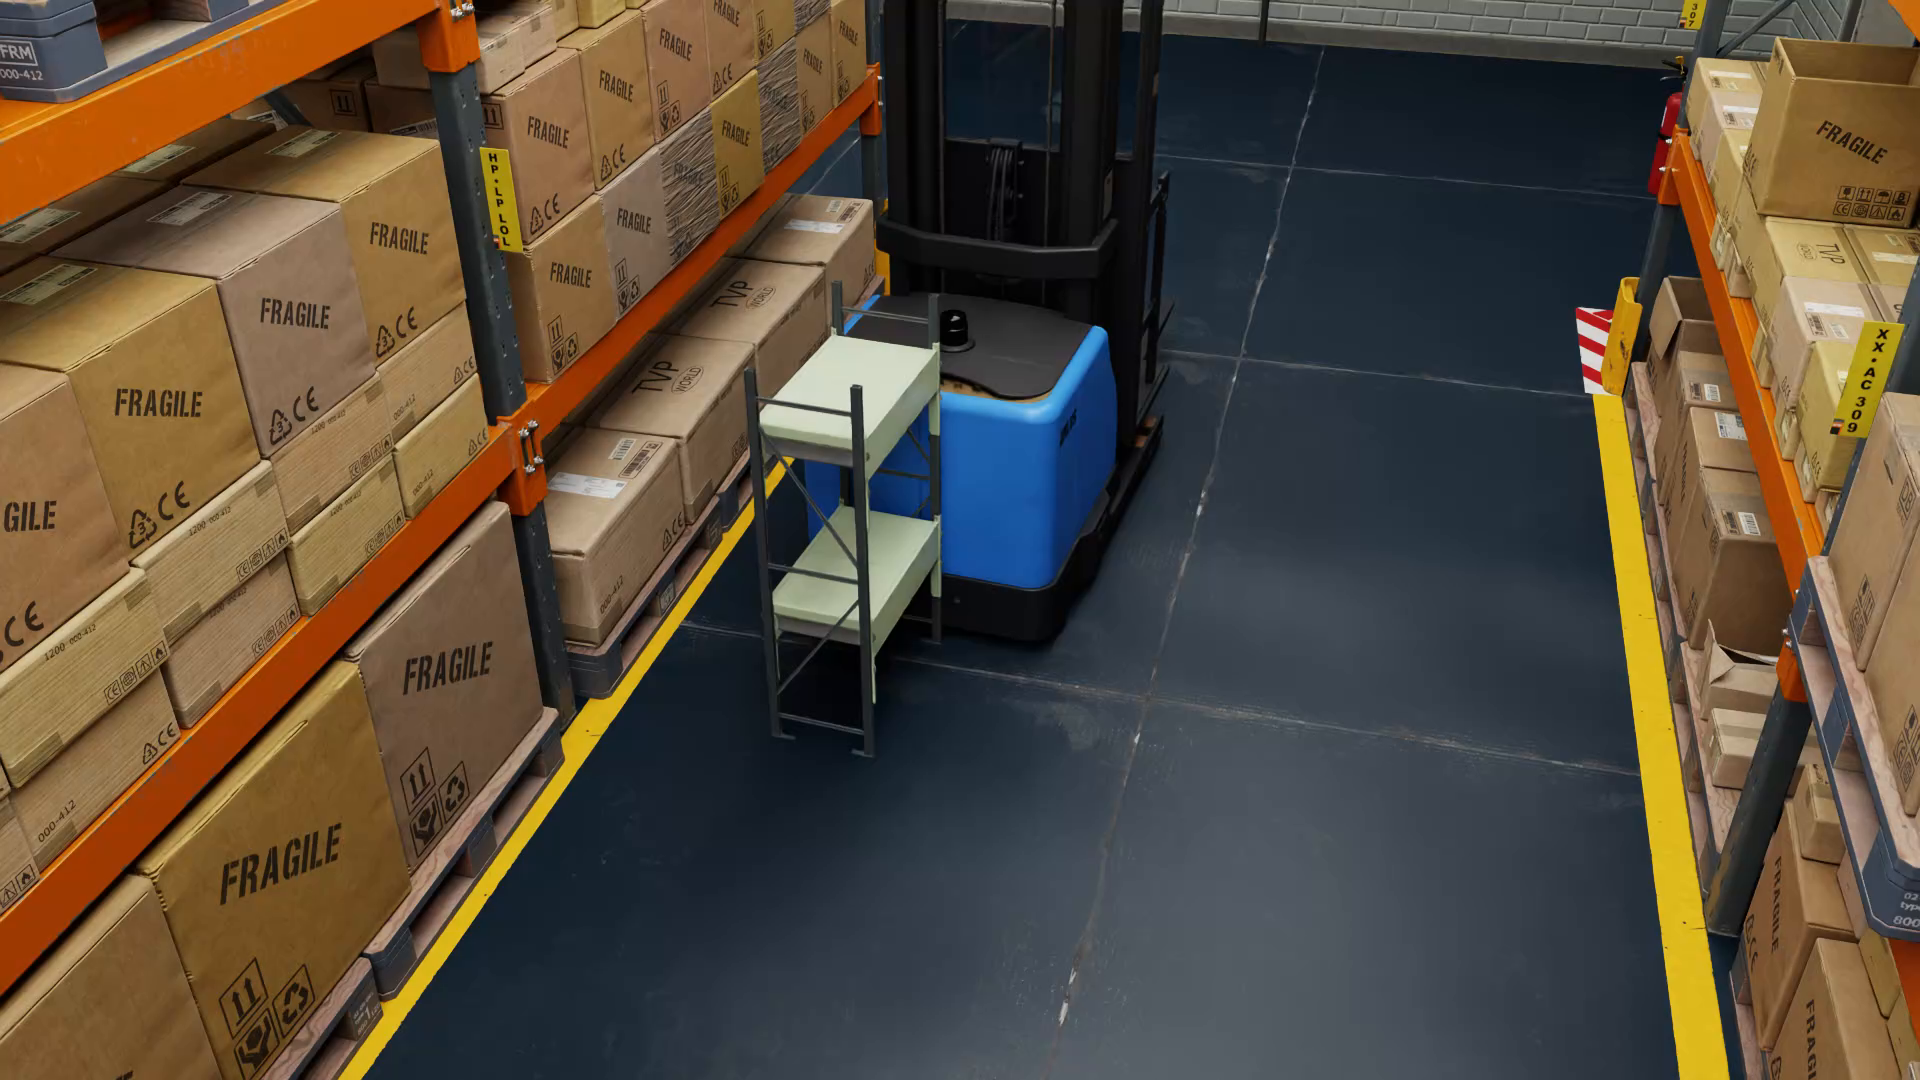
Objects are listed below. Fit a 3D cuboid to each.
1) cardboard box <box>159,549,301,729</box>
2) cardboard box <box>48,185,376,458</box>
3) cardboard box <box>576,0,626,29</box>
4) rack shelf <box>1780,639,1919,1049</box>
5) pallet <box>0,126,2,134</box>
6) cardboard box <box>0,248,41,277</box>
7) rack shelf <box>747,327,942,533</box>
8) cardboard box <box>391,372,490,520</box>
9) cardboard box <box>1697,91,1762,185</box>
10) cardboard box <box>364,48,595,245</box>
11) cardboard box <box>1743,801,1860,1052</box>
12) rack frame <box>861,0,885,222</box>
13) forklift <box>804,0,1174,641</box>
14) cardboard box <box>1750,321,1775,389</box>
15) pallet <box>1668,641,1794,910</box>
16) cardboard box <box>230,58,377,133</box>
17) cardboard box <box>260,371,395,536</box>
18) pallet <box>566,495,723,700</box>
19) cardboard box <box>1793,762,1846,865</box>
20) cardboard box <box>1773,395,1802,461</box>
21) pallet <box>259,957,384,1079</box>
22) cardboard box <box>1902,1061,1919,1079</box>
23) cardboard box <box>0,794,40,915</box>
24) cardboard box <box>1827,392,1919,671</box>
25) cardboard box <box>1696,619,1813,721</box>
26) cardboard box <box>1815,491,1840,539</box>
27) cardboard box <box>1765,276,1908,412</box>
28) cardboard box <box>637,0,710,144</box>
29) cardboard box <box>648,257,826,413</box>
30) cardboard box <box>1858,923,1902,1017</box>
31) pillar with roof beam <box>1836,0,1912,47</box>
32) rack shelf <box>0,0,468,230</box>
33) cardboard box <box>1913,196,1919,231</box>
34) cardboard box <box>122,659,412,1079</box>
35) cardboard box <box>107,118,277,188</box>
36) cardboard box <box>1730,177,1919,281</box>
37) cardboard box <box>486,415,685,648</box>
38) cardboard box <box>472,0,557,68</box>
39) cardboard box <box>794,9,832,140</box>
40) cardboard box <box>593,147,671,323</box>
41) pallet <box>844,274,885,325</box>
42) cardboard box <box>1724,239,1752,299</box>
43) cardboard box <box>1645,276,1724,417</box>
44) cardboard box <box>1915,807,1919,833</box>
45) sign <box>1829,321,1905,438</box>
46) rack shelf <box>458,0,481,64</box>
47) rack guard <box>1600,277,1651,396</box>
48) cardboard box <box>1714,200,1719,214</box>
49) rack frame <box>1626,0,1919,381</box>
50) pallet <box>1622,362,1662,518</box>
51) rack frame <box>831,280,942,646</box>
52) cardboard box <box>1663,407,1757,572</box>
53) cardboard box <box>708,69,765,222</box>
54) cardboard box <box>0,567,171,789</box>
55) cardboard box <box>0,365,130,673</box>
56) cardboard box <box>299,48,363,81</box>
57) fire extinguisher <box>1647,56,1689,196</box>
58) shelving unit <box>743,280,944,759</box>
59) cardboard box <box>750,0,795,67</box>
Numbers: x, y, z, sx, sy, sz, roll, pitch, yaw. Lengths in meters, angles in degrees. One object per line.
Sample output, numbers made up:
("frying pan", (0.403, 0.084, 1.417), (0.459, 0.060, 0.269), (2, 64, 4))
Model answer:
("cardboard box", (-2.078, 0.203, 4.275), (0.500, 0.250, 0.500), (7, 33, 11))
("cardboard box", (-1.926, -0.579, 4.340), (0.500, 0.500, 0.500), (9, 33, 13))
("cardboard box", (-1.404, -1.911, 5.831), (0.380, 0.149, 0.250), (8, 33, 12))
("rack shelf", (2.364, 1.365, 2.978), (1.077, 0.370, 4.000), (8, 33, 12))
("pallet", (-2.553, -0.683, 2.909), (1.003, 0.211, 1.213), (10, 34, 15))
("cardboard box", (-2.553, -0.398, 4.055), (0.500, 0.500, 0.500), (7, 33, 11))
("rack shelf", (-0.381, -0.396, 5.747), (0.431, 0.370, 0.720), (10, 34, 16))
("cardboard box", (-1.801, -0.320, 5.098), (0.500, 0.250, 0.500), (7, 33, 11))
("cardboard box", (3.383, -1.654, 6.919), (0.500, 0.250, 0.500), (8, 33, 13))
("cardboard box", (-1.576, -1.329, 5.520), (0.500, 0.500, 0.500), (8, 33, 13))
("cardboard box", (2.531, 1.121, 4.629), (0.500, 0.500, 0.500), (9, 34, 14))
("rack frame", (-0.916, -2.726, 8.743), (1.000, 3.000, 0.127), (8, 33, 12))
("forklift", (0.332, -1.624, 7.072), (1.130, 2.935, 3.031), (10, 34, 16))
("cardboard box", (2.926, -0.616, 5.657), (0.380, 0.149, 0.250), (8, 33, 12))
("pallet", (3.046, 0.844, 5.726), (1.003, 0.211, 1.213), (8, 33, 12))
("cardboard box", (-2.078, -1.397, 5.627), (0.500, 0.500, 0.500), (8, 33, 12))
("cardboard box", (-1.927, -0.276, 4.562), (0.500, 0.250, 0.500), (9, 33, 14))
("pallet", (-1.662, 0.142, 6.830), (1.003, 0.211, 1.213), (8, 33, 12))
("cardboard box", (2.523, 0.777, 4.566), (0.380, 0.149, 0.250), (10, 34, 15))
("cardboard box", (2.795, -0.347, 5.234), (0.380, 0.149, 0.250), (9, 34, 14))
("pallet", (-2.361, 1.572, 4.581), (1.003, 0.211, 1.213), (8, 33, 12))
("cardboard box", (2.317, 1.335, 3.689), (0.380, 0.149, 0.250), (8, 33, 12))
("cardboard box", (-2.327, 0.728, 3.448), (0.500, 0.250, 0.500), (9, 34, 14))
("cardboard box", (2.532, 0.024, 3.931), (0.700, 0.500, 0.500), (9, 34, 14))
("cardboard box", (2.819, 0.485, 5.848), (0.396, 0.266, 0.258), (9, 34, 14))
("cardboard box", (2.708, -0.071, 4.800), (0.380, 0.149, 0.250), (8, 33, 13))
("cardboard box", (2.877, -0.599, 5.258), (0.500, 0.250, 0.500), (8, 33, 13))
("cardboard box", (-1.301, -1.855, 6.346), (0.500, 0.500, 0.500), (9, 33, 13))
("cardboard box", (-1.211, -0.990, 8.009), (0.875, 0.438, 0.875), (9, 34, 14))
("cardboard box", (2.473, 1.066, 4.111), (0.380, 0.149, 0.250), (6, 33, 10))
("pillar with roof beam", (1.278, -6.447, 9.003), (9.100, 9.000, 0.400), (8, 33, 12))
("rack shelf", (-2.439, -0.575, 3.233), (1.077, 0.370, 4.000), (8, 33, 12))
("cardboard box", (3.631, -1.045, 5.960), (0.500, 0.250, 0.500), (8, 33, 12))
("cardboard box", (-2.233, 0.871, 4.673), (0.875, 0.875, 0.875), (9, 34, 14))
("cardboard box", (-2.321, -0.926, 4.885), (0.500, 0.500, 0.500), (8, 33, 13))
("cardboard box", (3.148, -1.123, 6.083), (0.500, 0.250, 0.500), (7, 33, 11))
("cardboard box", (-1.668, -0.058, 6.542), (0.875, 0.438, 0.875), (8, 33, 12))
("cardboard box", (-1.550, -1.652, 5.423), (0.380, 0.149, 0.250), (9, 33, 13))
("cardboard box", (-0.924, -2.224, 7.859), (0.500, 0.500, 0.500), (7, 33, 11))
("cardboard box", (-1.427, -1.161, 6.188), (0.500, 0.500, 0.500), (8, 33, 13))
("pallet", (-1.043, -1.124, 8.822), (1.003, 0.211, 1.213), (8, 33, 12))
("cardboard box", (3.115, -1.012, 6.280), (0.380, 0.149, 0.250), (9, 33, 13))
("cardboard box", (3.639, -0.872, 7.761), (0.797, 0.503, 0.637), (7, 33, 10))
("cardboard box", (2.147, 0.571, 3.289), (0.396, 0.266, 0.258), (10, 34, 15))
("sign", (2.344, -0.412, 4.295), (0.100, 0.325, 0.005), (8, 33, 12))
("rack shelf", (-1.423, -2.651, 6.499), (1.077, 0.370, 4.000), (8, 33, 12))
("rack guard", (3.867, -0.958, 8.291), (1.175, 0.500, 0.348), (8, 33, 12))
("cardboard box", (3.361, -1.411, 6.908), (0.380, 0.149, 0.250), (9, 34, 14))
("rack frame", (3.886, -2.053, 7.683), (1.000, 3.000, 0.127), (8, 33, 12))
("pallet", (3.666, -0.422, 7.718), (1.003, 0.211, 1.213), (8, 33, 12))
("rack frame", (-0.264, -0.252, 6.249), (0.400, 1.500, 0.023), (10, 34, 16))
("cardboard box", (3.154, -0.171, 6.662), (0.500, 0.500, 0.500), (9, 33, 13))
("cardboard box", (-1.164, -1.686, 7.013), (0.500, 0.500, 0.500), (9, 34, 14))
("cardboard box", (-2.166, 0.261, 3.717), (0.500, 0.250, 0.500), (9, 33, 13))
("cardboard box", (-2.190, -0.048, 3.505), (0.500, 0.500, 0.500), (9, 33, 13))
("cardboard box", (-2.161, -1.592, 5.328), (0.380, 0.149, 0.250), (7, 33, 11))
("fire extinguisher", (3.477, -2.002, 8.023), (0.296, 0.674, 0.183), (8, 33, 12))
("shelving unit", (-0.381, -0.066, 5.956), (0.431, 1.500, 0.755), (10, 34, 16))
("cardboard box", (-1.041, -2.377, 7.167), (0.500, 0.500, 0.500), (8, 33, 12))
